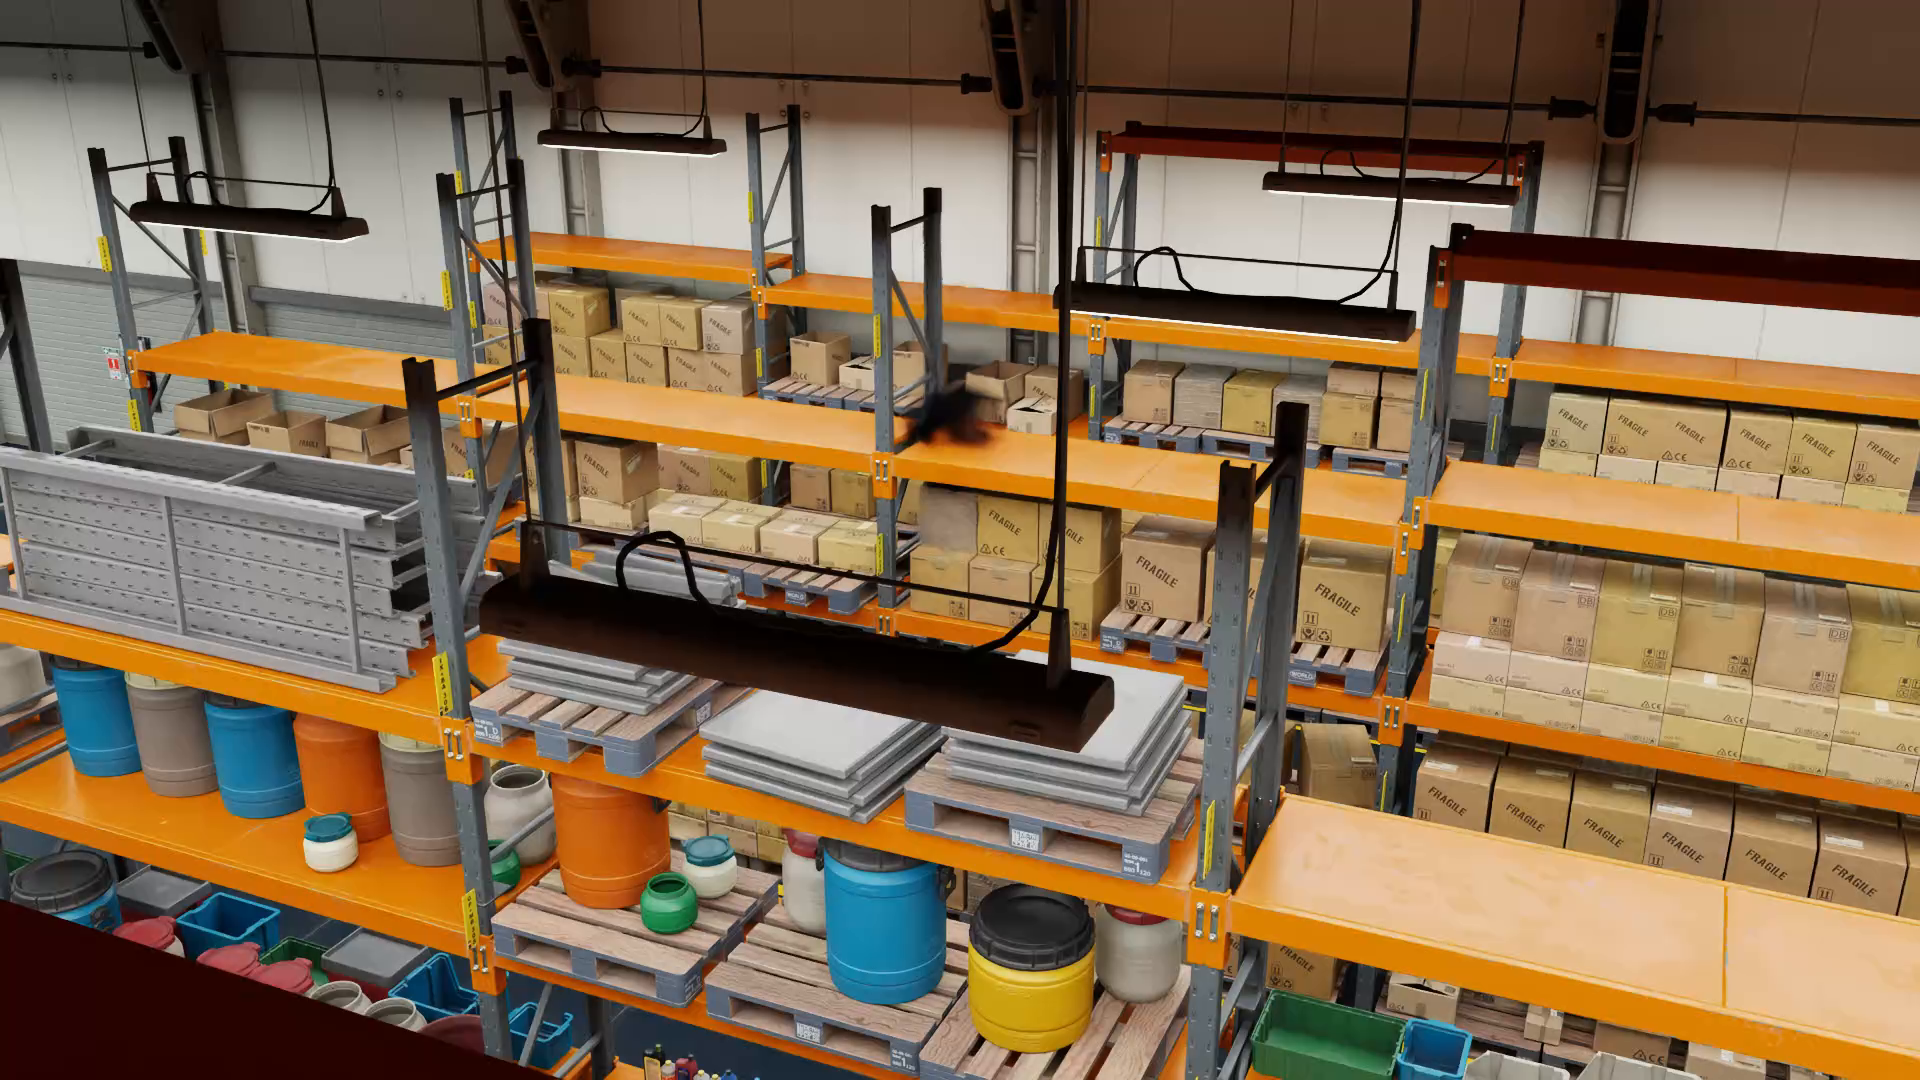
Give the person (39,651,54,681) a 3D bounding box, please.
[{"bbox_3d":[-9.697,1.059,17.530,0.845,1.652,0.591,-12,24,-30],"label":"person"}]
